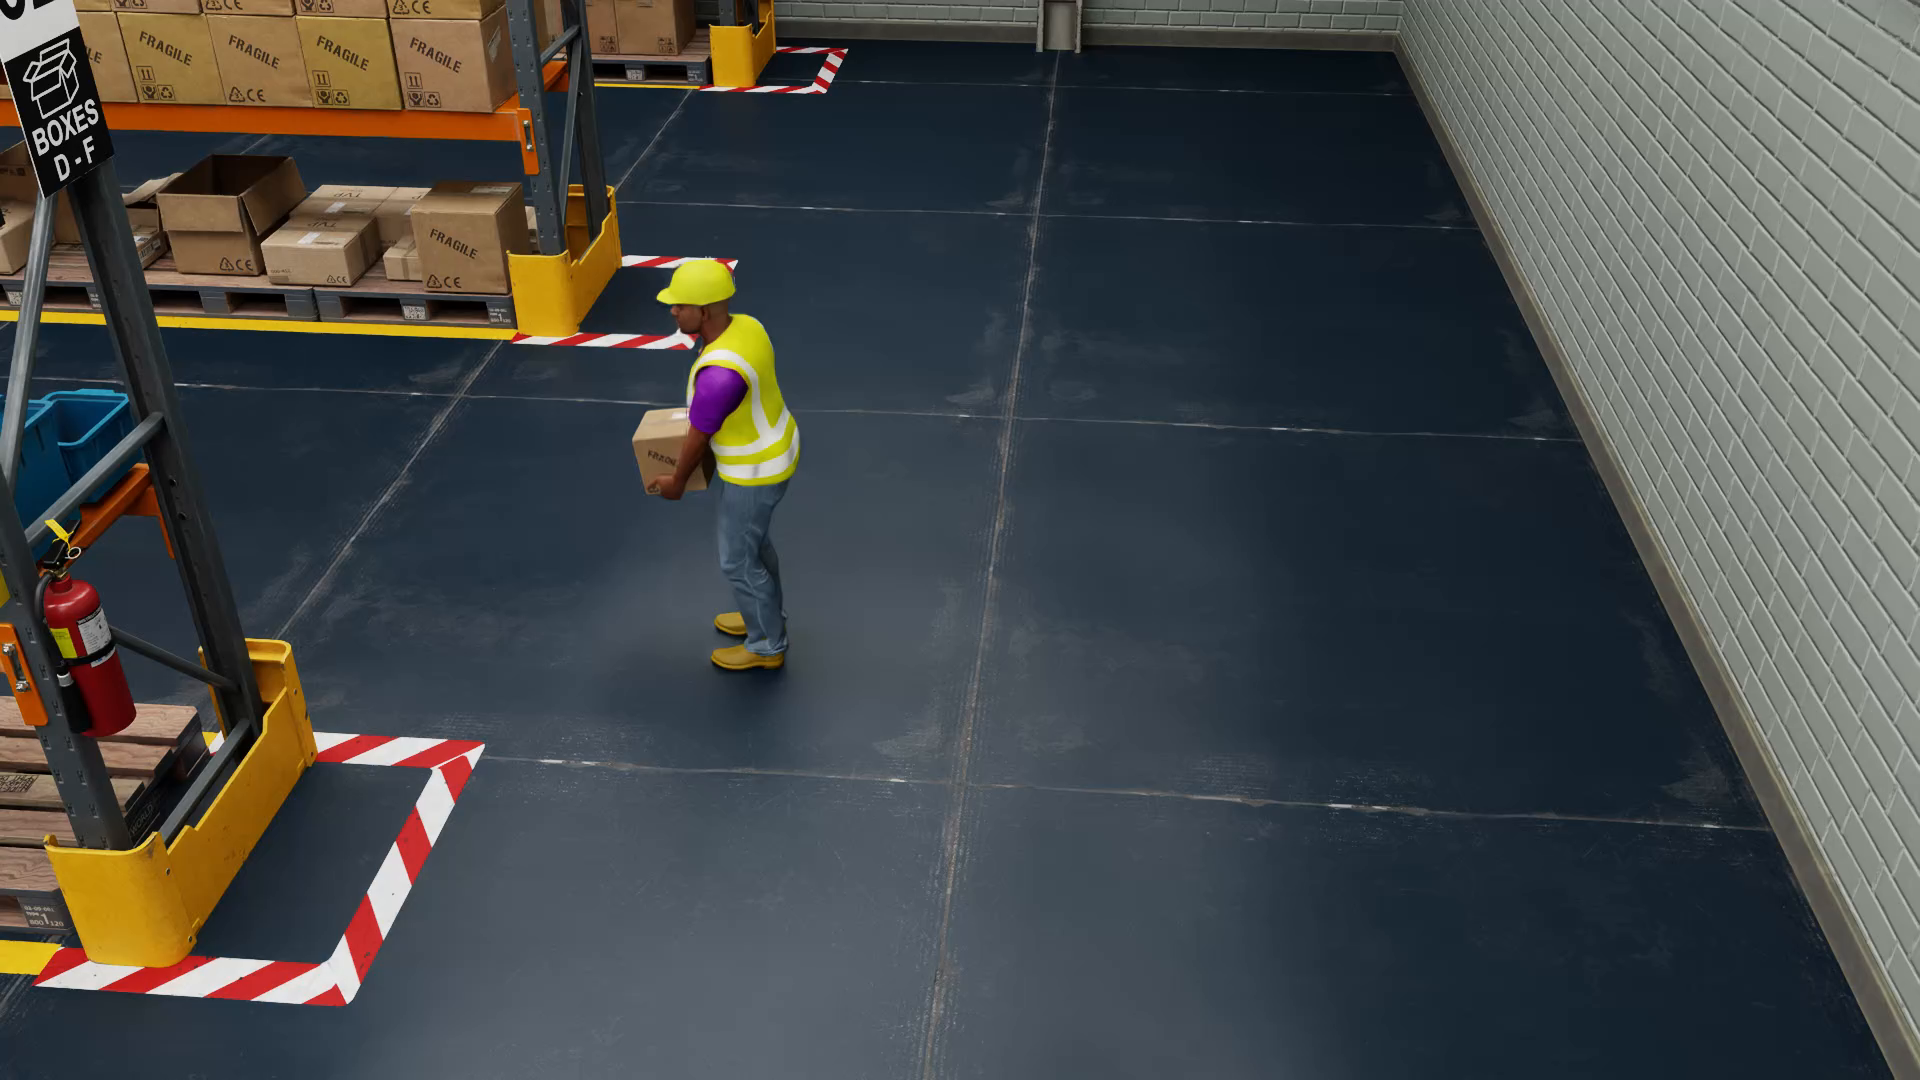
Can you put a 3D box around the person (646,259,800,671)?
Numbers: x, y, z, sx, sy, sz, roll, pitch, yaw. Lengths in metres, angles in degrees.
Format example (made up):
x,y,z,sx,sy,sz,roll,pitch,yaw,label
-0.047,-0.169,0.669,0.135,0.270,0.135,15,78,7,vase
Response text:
x,y,z,sx,sy,sz,roll,pitch,yaw,label
-0.933,-0.291,6.603,0.589,1.744,0.503,2,32,3,person
